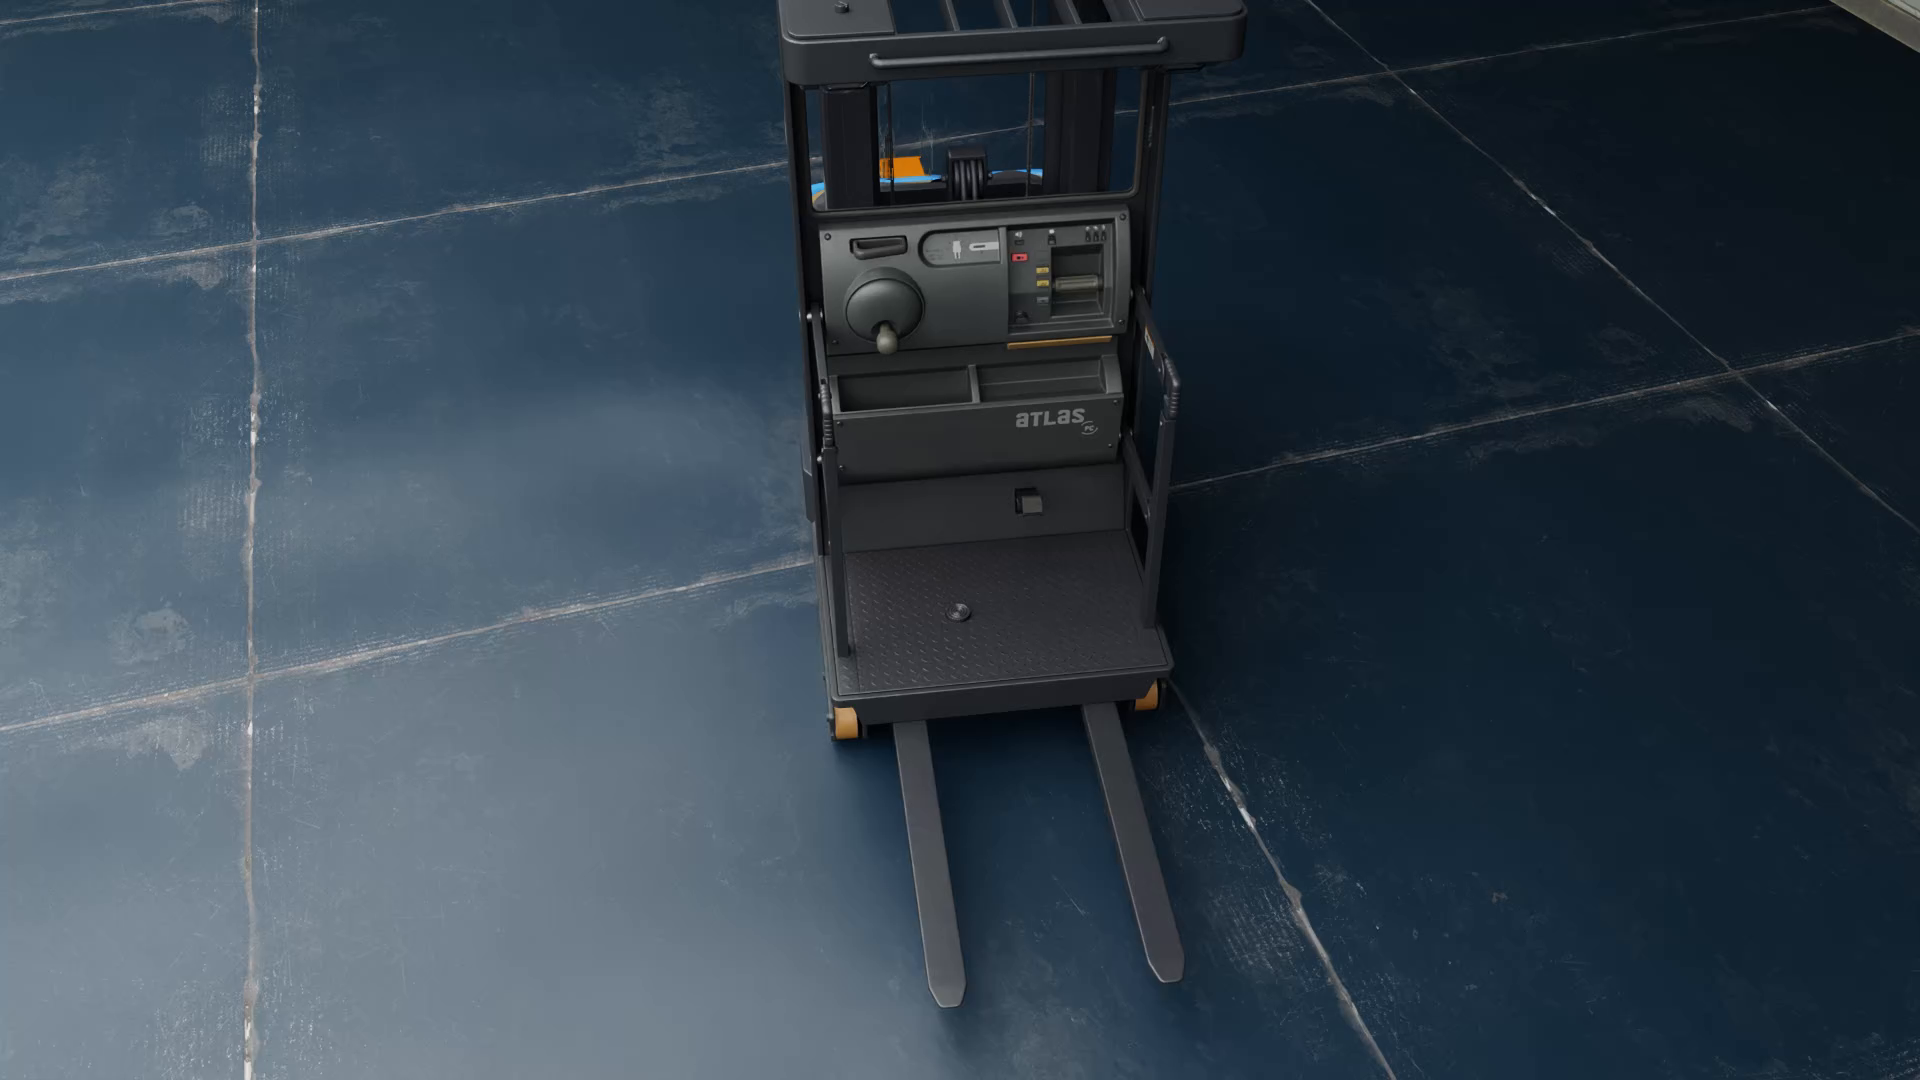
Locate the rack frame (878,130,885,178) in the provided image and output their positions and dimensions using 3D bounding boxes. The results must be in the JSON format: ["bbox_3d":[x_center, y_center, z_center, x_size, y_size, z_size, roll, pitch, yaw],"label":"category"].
[{"bbox_3d":[-0.328,-1.136,6.626,0.006,1.200,0.240,-6,42,-10],"label":"rack frame"}]

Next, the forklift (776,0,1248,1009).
[{"bbox_3d":[0.081,-0.694,4.816,1.130,2.935,3.031,-5,41,-6],"label":"forklift"}]

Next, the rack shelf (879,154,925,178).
[{"bbox_3d":[-0.226,-1.381,6.432,0.180,0.103,0.258,-6,42,-10],"label":"rack shelf"}]

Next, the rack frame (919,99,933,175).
[{"bbox_3d":[-0.148,-1.156,6.657,0.006,1.200,0.240,-6,42,-10],"label":"rack frame"}]

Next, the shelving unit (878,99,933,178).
[{"bbox_3d":[-0.238,-1.146,6.642,0.189,1.200,0.258,-6,42,-10],"label":"shelving unit"}]
